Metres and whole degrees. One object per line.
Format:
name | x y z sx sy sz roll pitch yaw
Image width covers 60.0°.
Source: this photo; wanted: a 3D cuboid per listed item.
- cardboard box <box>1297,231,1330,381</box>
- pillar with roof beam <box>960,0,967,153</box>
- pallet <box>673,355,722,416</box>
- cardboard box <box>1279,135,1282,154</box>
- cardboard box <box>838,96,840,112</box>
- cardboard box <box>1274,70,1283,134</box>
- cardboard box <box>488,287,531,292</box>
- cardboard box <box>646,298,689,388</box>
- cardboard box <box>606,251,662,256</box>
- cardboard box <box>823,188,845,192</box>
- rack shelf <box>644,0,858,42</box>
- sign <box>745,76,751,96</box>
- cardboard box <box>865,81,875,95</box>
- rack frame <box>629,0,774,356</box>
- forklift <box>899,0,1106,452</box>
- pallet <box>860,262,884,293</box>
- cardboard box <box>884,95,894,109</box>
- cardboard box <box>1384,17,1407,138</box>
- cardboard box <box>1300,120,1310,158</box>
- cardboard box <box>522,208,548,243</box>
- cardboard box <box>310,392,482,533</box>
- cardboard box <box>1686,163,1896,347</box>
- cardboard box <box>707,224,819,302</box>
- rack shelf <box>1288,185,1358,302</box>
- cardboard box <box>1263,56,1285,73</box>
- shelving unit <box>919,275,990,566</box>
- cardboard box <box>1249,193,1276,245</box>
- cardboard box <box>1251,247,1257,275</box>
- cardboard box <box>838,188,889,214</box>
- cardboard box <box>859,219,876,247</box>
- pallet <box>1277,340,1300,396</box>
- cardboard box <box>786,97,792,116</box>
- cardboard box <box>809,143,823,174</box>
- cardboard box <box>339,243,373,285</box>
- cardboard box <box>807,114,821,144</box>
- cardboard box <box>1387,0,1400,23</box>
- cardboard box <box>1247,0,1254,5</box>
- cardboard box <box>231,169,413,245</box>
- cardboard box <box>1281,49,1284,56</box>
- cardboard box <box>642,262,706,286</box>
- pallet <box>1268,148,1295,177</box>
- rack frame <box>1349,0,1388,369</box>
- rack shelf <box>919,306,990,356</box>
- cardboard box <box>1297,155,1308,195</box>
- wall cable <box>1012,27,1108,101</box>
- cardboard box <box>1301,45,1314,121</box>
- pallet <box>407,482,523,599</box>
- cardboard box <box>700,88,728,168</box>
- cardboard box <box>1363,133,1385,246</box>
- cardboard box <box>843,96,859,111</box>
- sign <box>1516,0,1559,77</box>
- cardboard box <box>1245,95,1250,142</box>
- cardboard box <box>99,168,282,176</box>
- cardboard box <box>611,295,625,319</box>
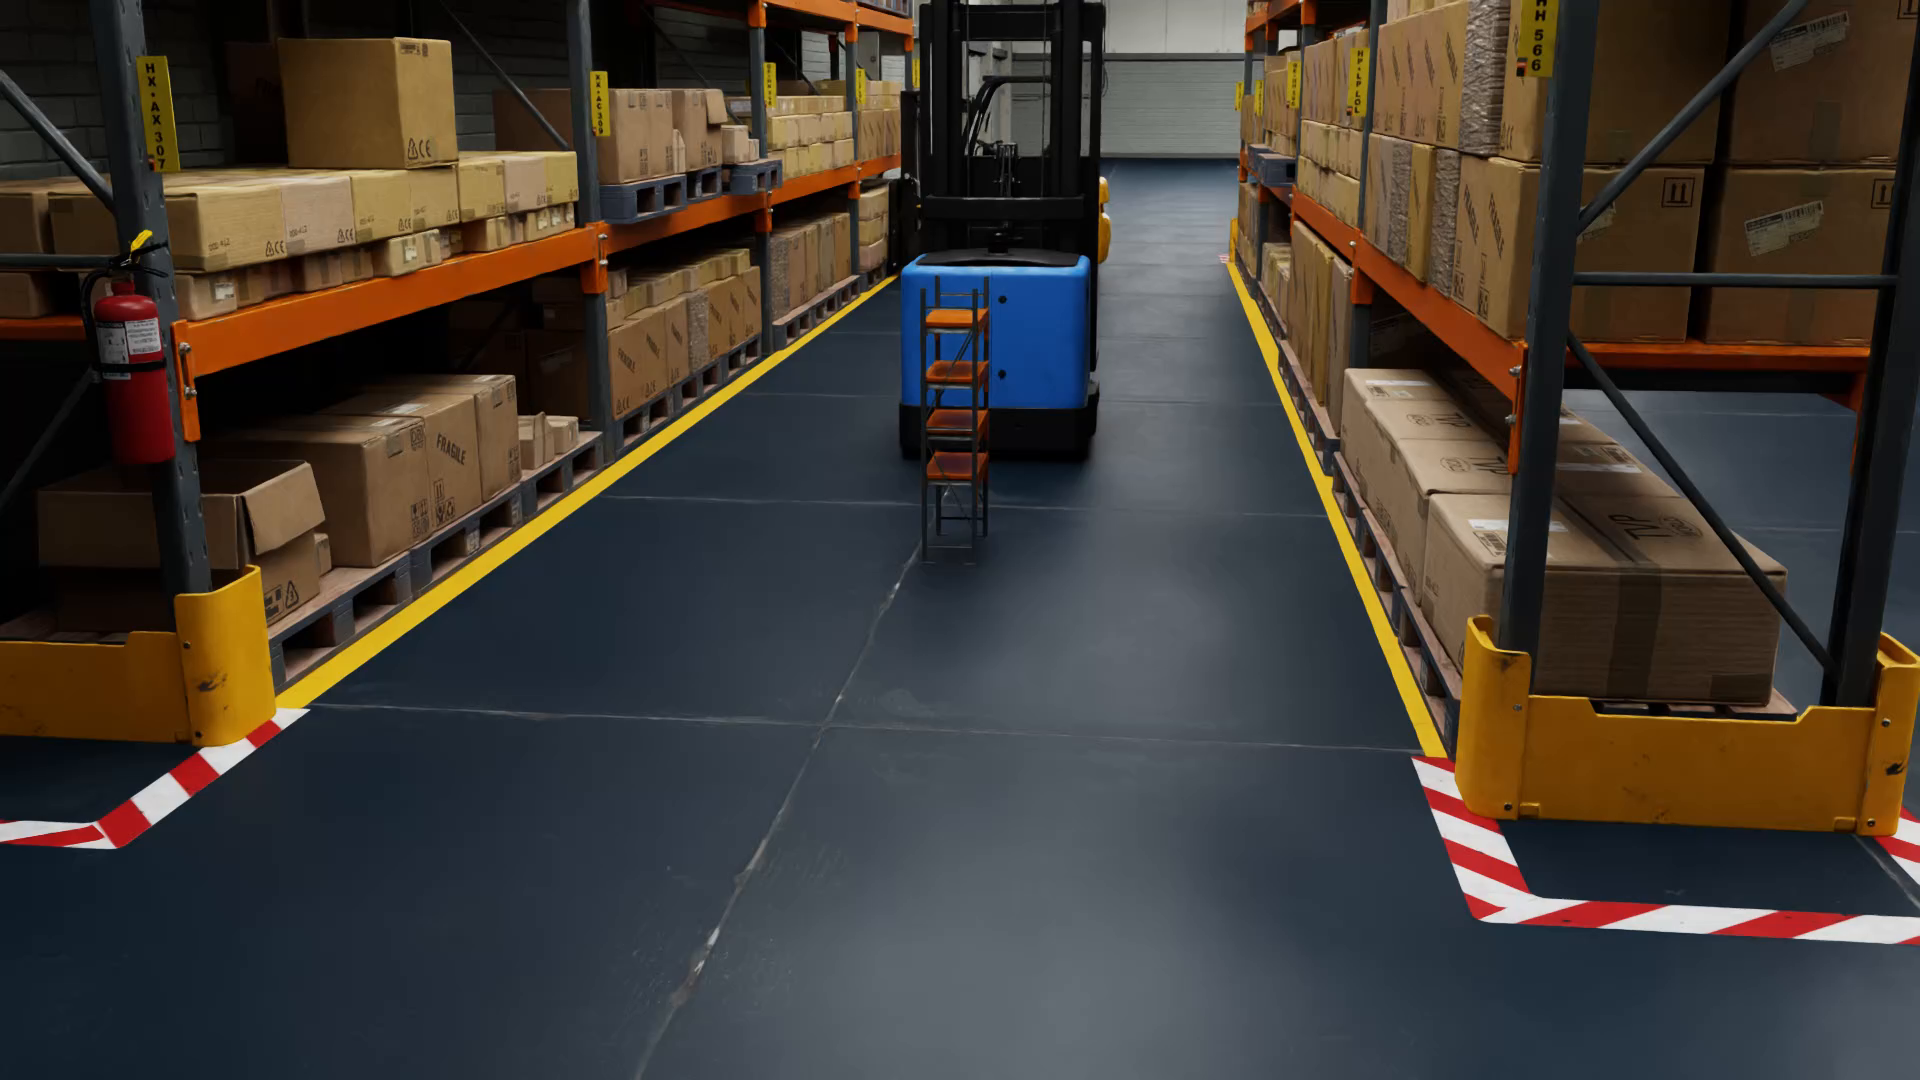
cardboard box | 2.697 -1.534 10.854 0.875 0.875 0.875 2 15 7
pillar with roof beam | 4.267 -12.269 35.794 9.100 9.000 0.400 2 15 6
pallet | -2.232 -1.056 11.162 1.003 0.211 1.213 2 15 6
cardboard box | 2.744 -3.142 13.210 0.380 0.149 0.250 1 15 4
cardboard box | -1.348 -4.146 15.815 0.380 0.149 0.250 1 15 5
cardboard box | 2.841 -3.551 13.481 0.500 0.500 0.500 1 15 2
cardboard box | -2.623 -1.417 9.899 0.380 0.149 0.250 2 15 7
cardboard box | -2.032 -1.255 10.542 0.500 0.500 0.500 1 15 5
cardboard box | -2.395 -2.025 12.146 0.380 0.149 0.250 2 15 8
cardboard box | -1.543 -3.701 18.152 0.500 0.250 0.500 2 15 7
rack shelf | -1.744 -4.529 14.298 1.077 0.370 4.000 2 15 6
sign | -2.070 -4.420 16.450 0.100 0.325 0.005 2 15 6
cardboard box | -1.097 -4.727 17.393 0.380 0.149 0.250 2 15 8
rack frame | -1.970 -2.910 12.677 1.000 3.000 0.127 2 15 6
forklift | 0.329 -2.239 10.327 1.130 2.935 3.031 2 15 6
pallet | -1.387 -2.806 17.636 1.003 0.211 1.213 2 15 6
cardboard box | -0.949 -4.915 18.657 0.380 0.149 0.250 2 15 7
cardboard box | 2.153 -2.011 7.246 0.500 0.500 0.500 1 15 6
cardboard box | 2.660 -2.810 11.635 0.500 0.250 0.500 2 15 6
cardboard box | -2.220 -1.525 8.036 0.380 0.149 0.250 2 15 8
cardboard box | -2.415 -0.342 7.164 0.500 0.500 0.500 2 15 7
cardboard box | 2.399 -0.854 4.883 0.500 0.500 0.500 2 15 6
cardboard box | -1.744 -2.472 14.803 0.875 0.625 0.625 1 15 4
rack shelf | 2.737 -1.899 10.316 1.077 0.370 4.000 2 15 6
cardboard box | 3.009 -4.398 15.373 0.380 0.149 0.250 2 15 6
shelving unit | -0.019 -0.536 7.347 0.258 1.200 0.503 2 15 6
cardboard box | 3.269 -3.333 17.268 0.500 0.500 0.500 2 15 7
cardboard box | 3.213 -2.839 16.877 0.500 0.250 0.500 2 15 9
cardboard box | -1.040 -3.683 18.085 0.500 0.250 0.500 2 15 8
cardboard box | -1.157 -3.181 17.183 0.500 0.250 0.500 2 15 6
pallet | 2.799 -1.216 11.756 1.003 0.211 1.213 2 15 6
cardboard box | -1.592 -3.550 13.611 0.380 0.149 0.250 2 15 7
cardboard box | -1.504 -3.344 14.570 0.500 0.250 0.500 2 15 8
cardboard box | -2.471 -1.060 6.318 0.380 0.149 0.250 2 15 7
cardboard box | -1.510 -3.585 14.504 0.500 0.250 0.500 2 15 7
cardboard box | 2.218 -2.497 7.801 0.380 0.149 0.250 1 15 5
cardboard box | 3.544 -6.236 18.949 0.500 0.250 0.500 1 15 5
cardboard box | -2.443 -1.278 6.361 0.500 0.250 0.500 1 15 5
cardboard box | 3.960 -5.244 18.633 0.700 0.500 0.500 2 15 7
cardboard box | -1.950 -1.813 11.362 0.380 0.149 0.250 1 15 5
pallet | 3.145 -3.187 14.068 1.003 0.211 1.213 2 15 6
rack frame | 2.511 -1.727 8.304 1.000 3.000 0.127 2 15 6
rack shelf | -0.019 -0.916 7.244 0.258 0.148 0.480 2 15 6
cardboard box | 2.657 -2.573 11.718 0.500 0.250 0.500 1 15 5
wall cable | 2.990 -14.734 50.860 3.097 2.526 0.112 2 15 6
cardboard box | 2.664 -3.175 11.550 0.500 0.500 0.500 1 15 4
pallet | -2.635 -0.031 7.373 1.003 0.211 1.213 2 15 6
cardboard box | -1.970 -2.734 11.023 0.797 0.503 0.637 1 15 5
cardboard box | 2.198 -1.662 7.869 0.500 0.500 0.500 2 15 8
cardboard box | -1.221 -4.384 16.693 0.380 0.149 0.250 1 15 5
sign | 1.522 -1.383 4.357 0.100 0.325 0.005 2 15 6
cardboard box | 3.425 -4.650 18.352 0.500 0.500 0.500 1 15 5
cardboard box | -2.965 -1.295 6.424 0.500 0.250 0.500 2 15 8
cardboard box | -2.162 -1.341 9.617 0.380 0.149 0.250 1 15 5
